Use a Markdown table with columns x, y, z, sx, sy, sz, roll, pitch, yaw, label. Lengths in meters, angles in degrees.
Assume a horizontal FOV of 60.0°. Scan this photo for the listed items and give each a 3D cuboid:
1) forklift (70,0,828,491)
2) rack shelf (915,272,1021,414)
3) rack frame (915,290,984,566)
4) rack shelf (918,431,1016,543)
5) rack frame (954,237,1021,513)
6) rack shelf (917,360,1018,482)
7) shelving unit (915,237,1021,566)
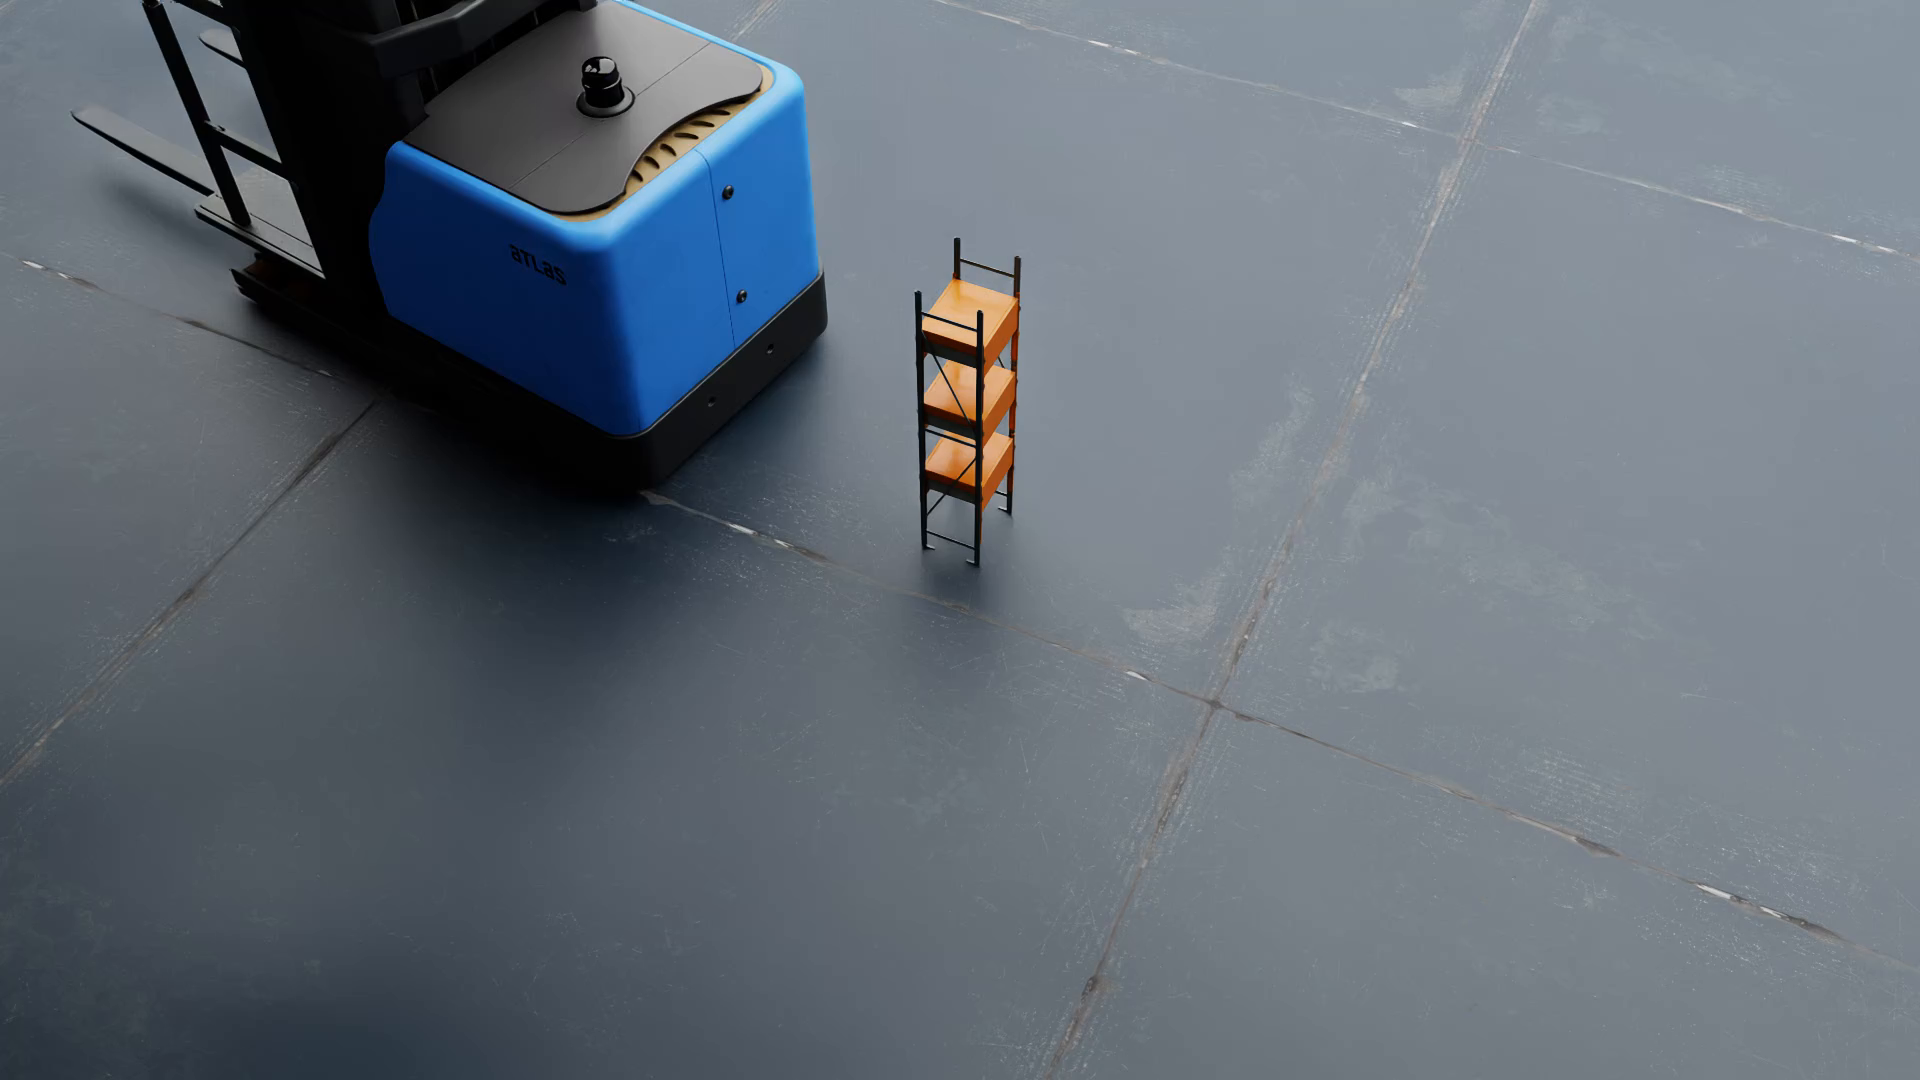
| x | y | z | sx | sy | sz | roll | pitch | yaw | label |
| --- | --- | --- | --- | --- | --- | --- | --- | --- | --- |
| -1.965 | -2.006 | 5.033 | 3.031 | 2.935 | 1.130 | 27 | 55 | 21 | forklift |
| 0.023 | -0.554 | 4.673 | 0.215 | 0.259 | 0.240 | 20 | 52 | 16 | rack shelf |
| -0.029 | -0.293 | 4.810 | 0.200 | 1.050 | 0.008 | 20 | 52 | 16 | rack frame |
| 0.023 | -0.190 | 5.101 | 0.215 | 0.259 | 0.240 | 20 | 52 | 16 | rack shelf |
| 0.075 | -0.461 | 4.953 | 0.200 | 1.050 | 0.008 | 20 | 52 | 16 | rack frame |
| 0.023 | -0.370 | 4.890 | 0.215 | 0.259 | 0.240 | 20 | 52 | 16 | rack shelf |
| 0.023 | -0.377 | 4.882 | 0.215 | 1.050 | 0.252 | 20 | 52 | 16 | shelving unit |
